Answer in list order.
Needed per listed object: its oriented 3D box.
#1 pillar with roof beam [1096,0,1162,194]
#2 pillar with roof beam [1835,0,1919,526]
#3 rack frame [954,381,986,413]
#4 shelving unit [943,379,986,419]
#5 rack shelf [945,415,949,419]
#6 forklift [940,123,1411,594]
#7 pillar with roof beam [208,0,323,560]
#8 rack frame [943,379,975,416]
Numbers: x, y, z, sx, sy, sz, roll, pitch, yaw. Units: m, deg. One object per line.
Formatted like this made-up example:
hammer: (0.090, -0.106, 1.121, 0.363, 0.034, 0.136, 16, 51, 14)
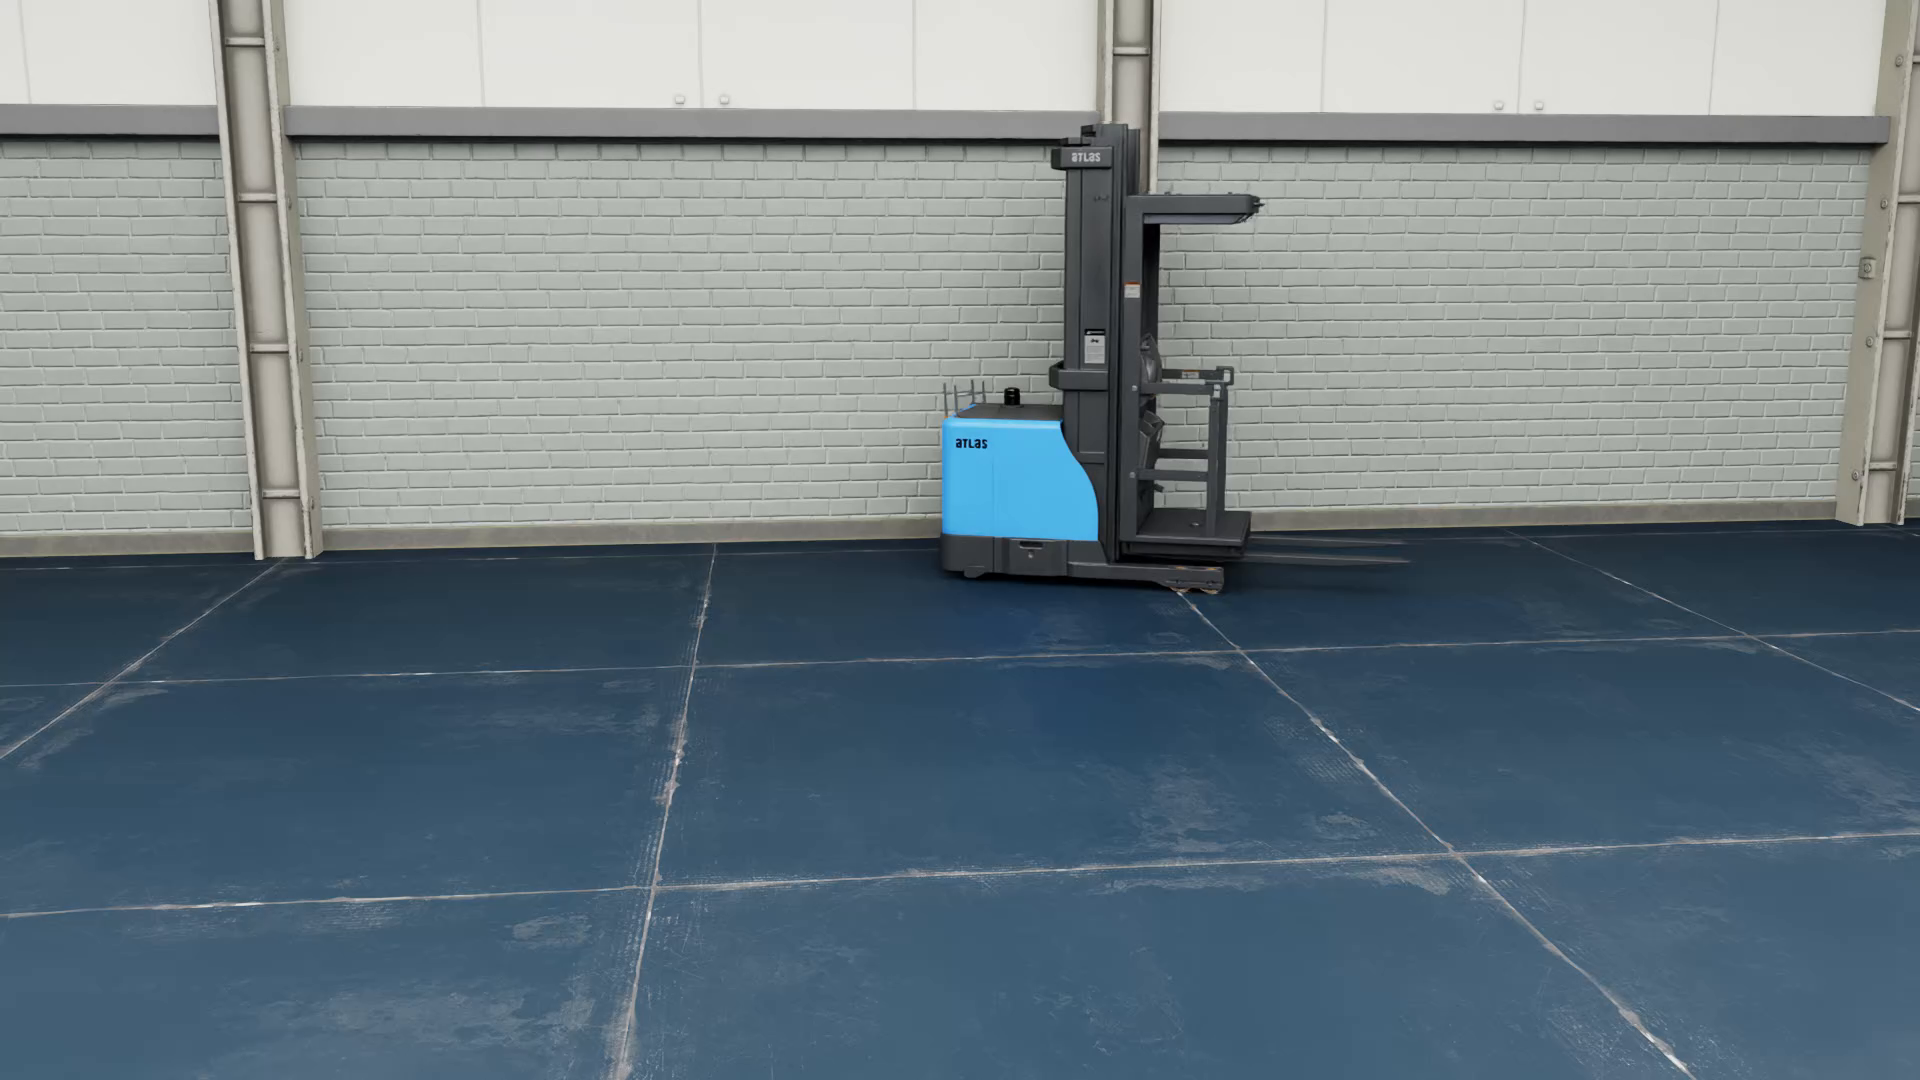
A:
pillar with roof beam: (1.660, -3.611, 7.407, 0.400, 9.000, 9.100, -1, 11, -6)
pillar with roof beam: (7.625, -3.736, 8.043, 0.400, 9.000, 9.100, -1, 11, -6)
rack frame: (0.106, -0.522, 11.864, 0.240, 1.200, 0.006, -10, 14, -23)
shelving unit: (0.068, -0.538, 11.945, 0.258, 1.200, 0.189, -10, 14, -23)
rack shelf: (0.046, -0.845, 11.876, 0.258, 0.103, 0.180, -10, 14, -23)
forklift: (1.440, -1.205, 10.899, 3.031, 2.935, 1.130, 2, 11, 12)
pillar with roof beam: (-4.305, -3.486, 6.771, 0.400, 9.000, 9.100, -1, 11, -6)
rack frame: (0.029, -0.553, 12.027, 0.240, 1.200, 0.006, -10, 14, -23)
